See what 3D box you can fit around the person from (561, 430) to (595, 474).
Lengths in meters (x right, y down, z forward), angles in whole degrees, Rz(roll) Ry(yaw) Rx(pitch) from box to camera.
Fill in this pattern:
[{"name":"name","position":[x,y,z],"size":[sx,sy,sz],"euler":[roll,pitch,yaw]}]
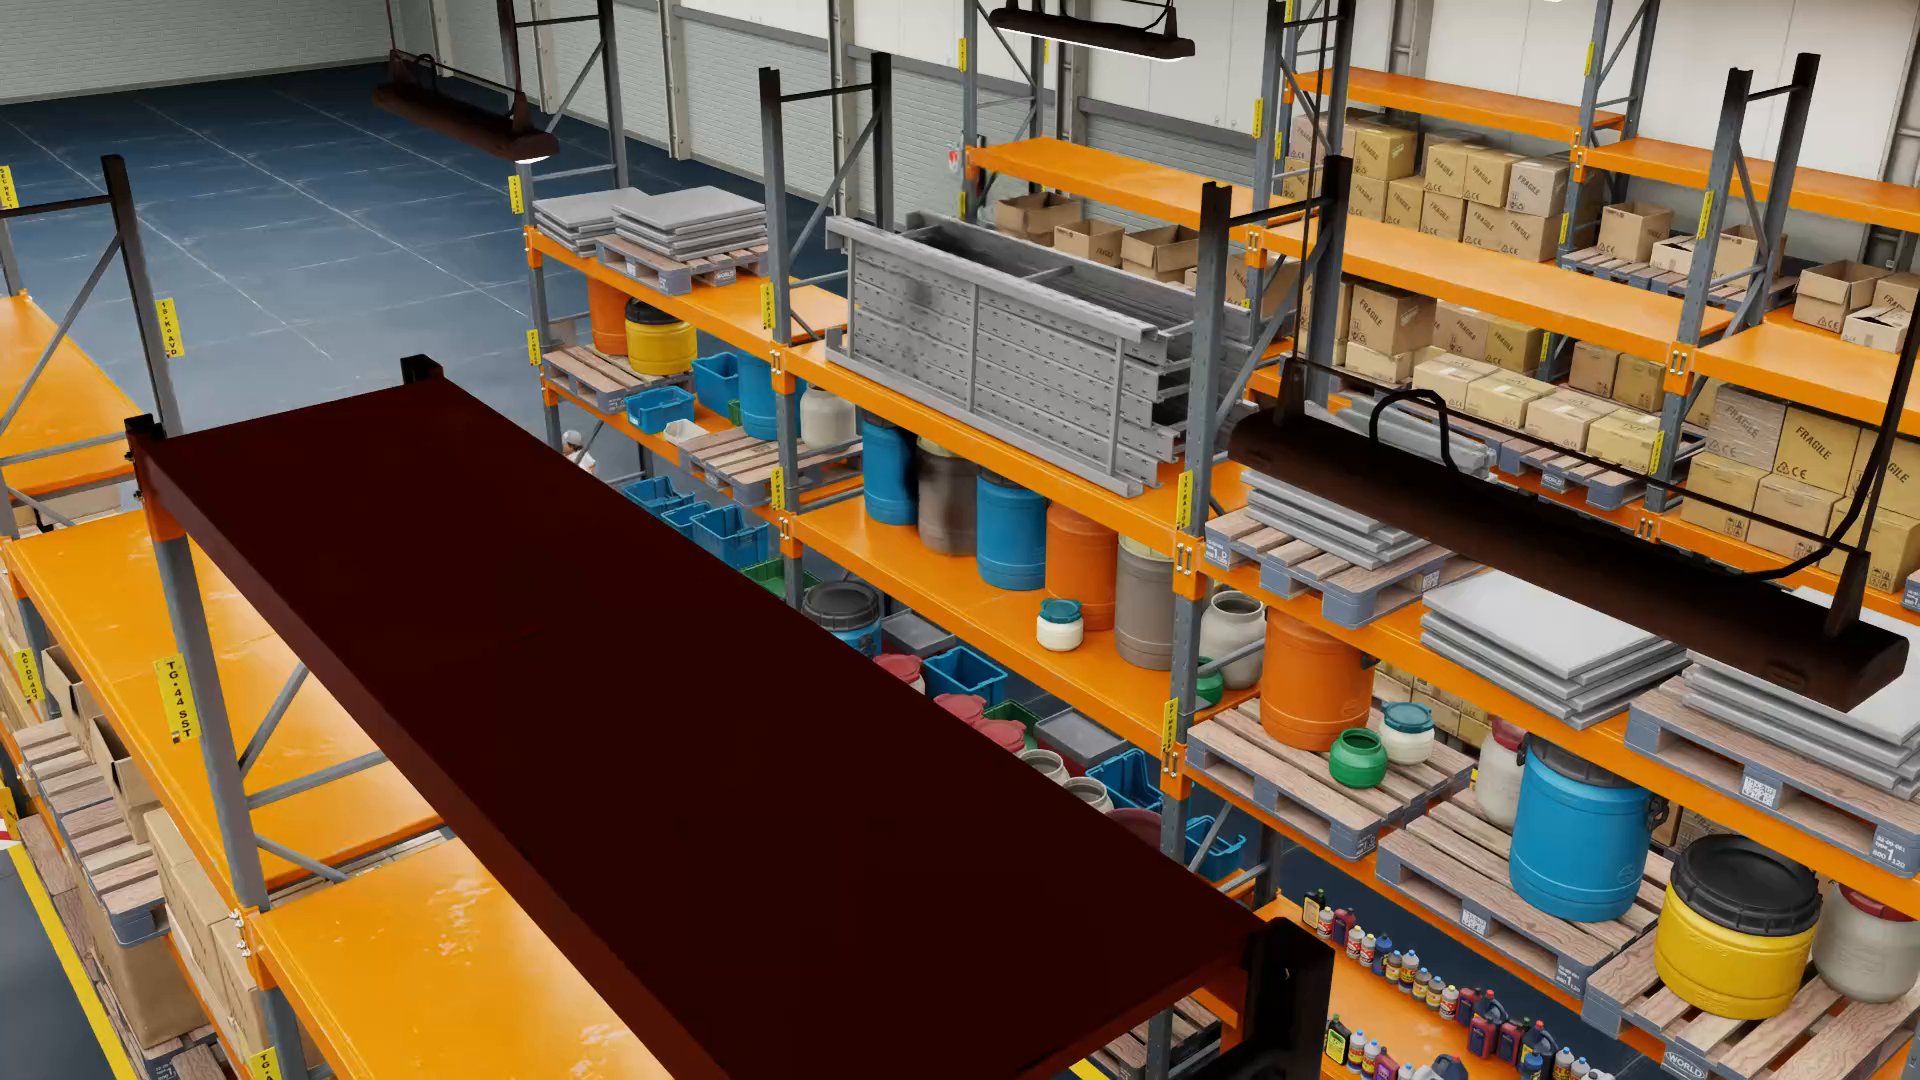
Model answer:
[{"name":"person","position":[-4.008,-0.376,17.184],"size":[0.540,1.628,0.598],"euler":[-5,26,-11]}]
